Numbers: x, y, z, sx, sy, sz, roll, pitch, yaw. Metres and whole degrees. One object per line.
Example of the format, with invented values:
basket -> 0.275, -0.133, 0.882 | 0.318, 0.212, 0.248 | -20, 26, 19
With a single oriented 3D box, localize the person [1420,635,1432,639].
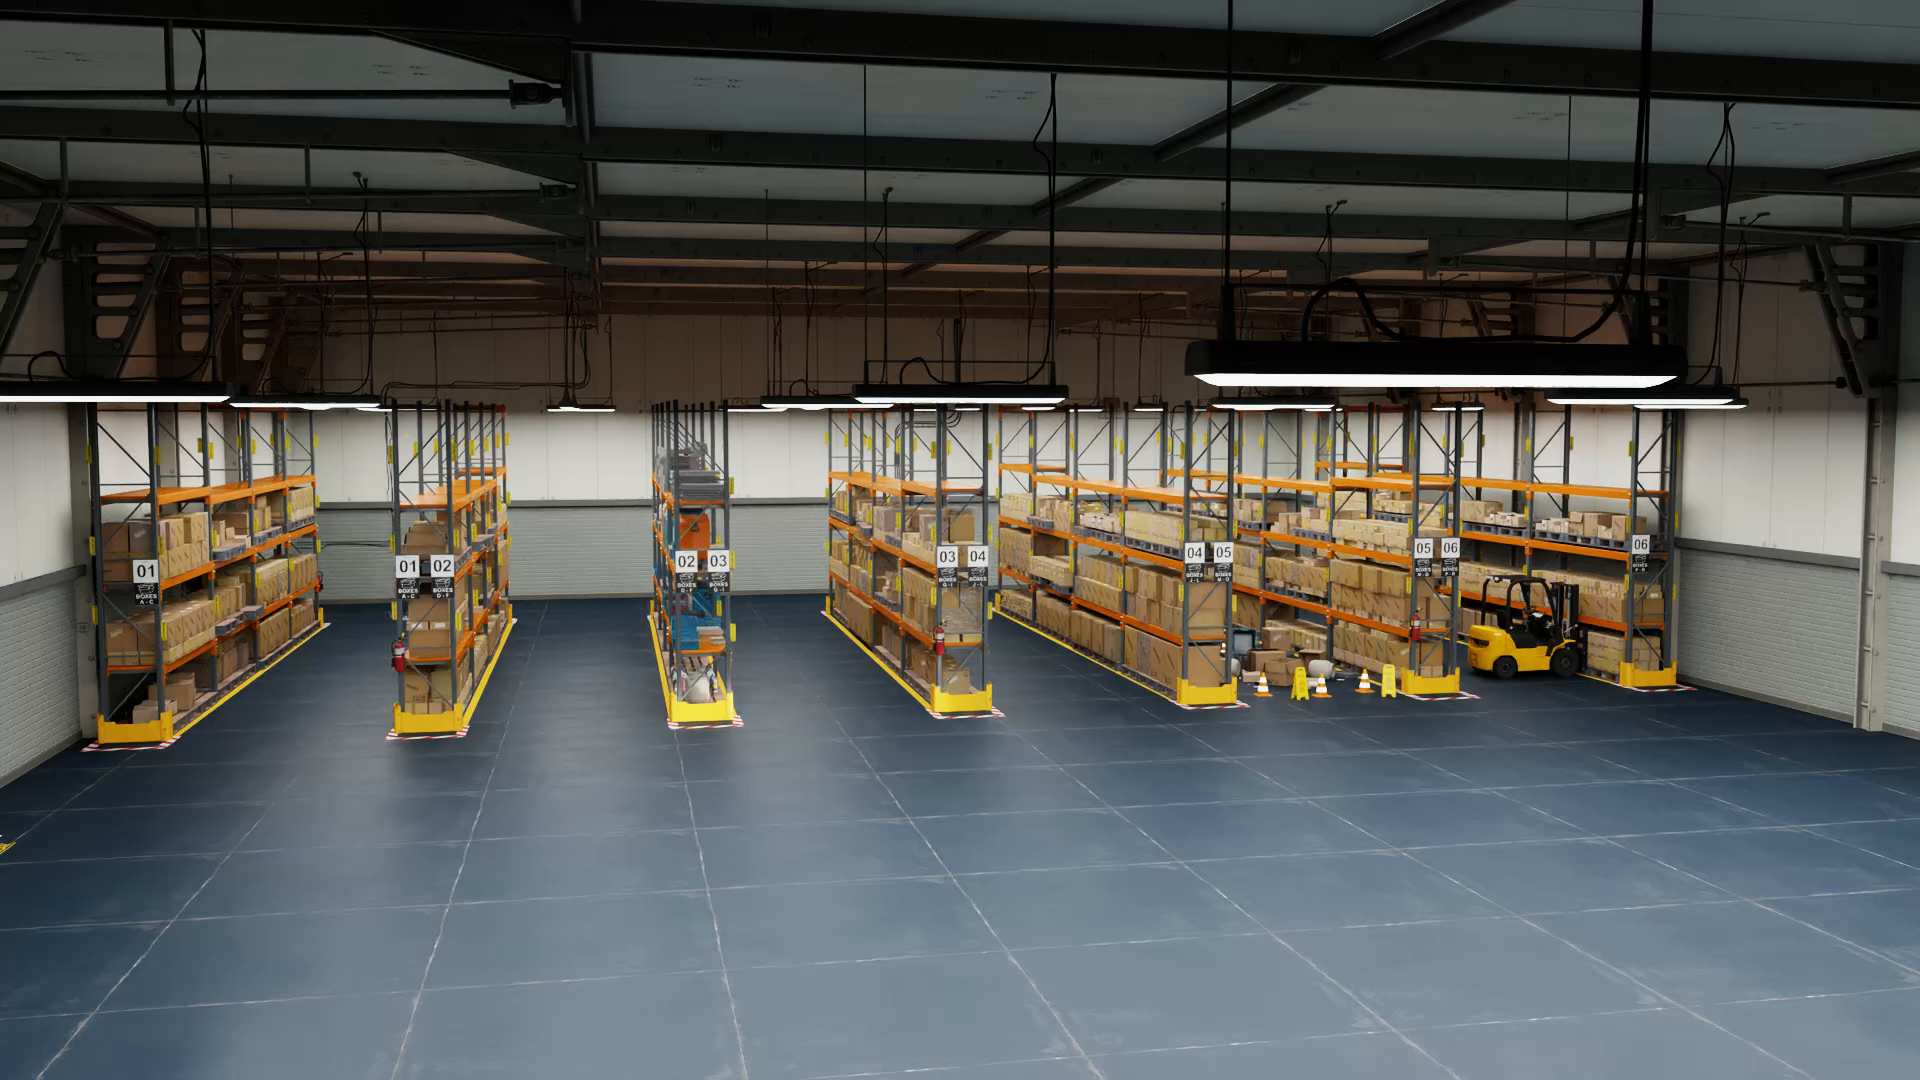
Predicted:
person -> 10.845, 1.988, 38.413 | 0.598, 1.699, 0.590 | -3, 5, -36

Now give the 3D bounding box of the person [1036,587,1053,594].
person -> 2.543, 1.102, 50.241 | 0.925, 1.646, 0.437 | -1, 5, -19

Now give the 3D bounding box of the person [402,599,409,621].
person -> -15.359, 1.439, 46.148 | 0.413, 1.604, 0.438 | -2, 5, -21
